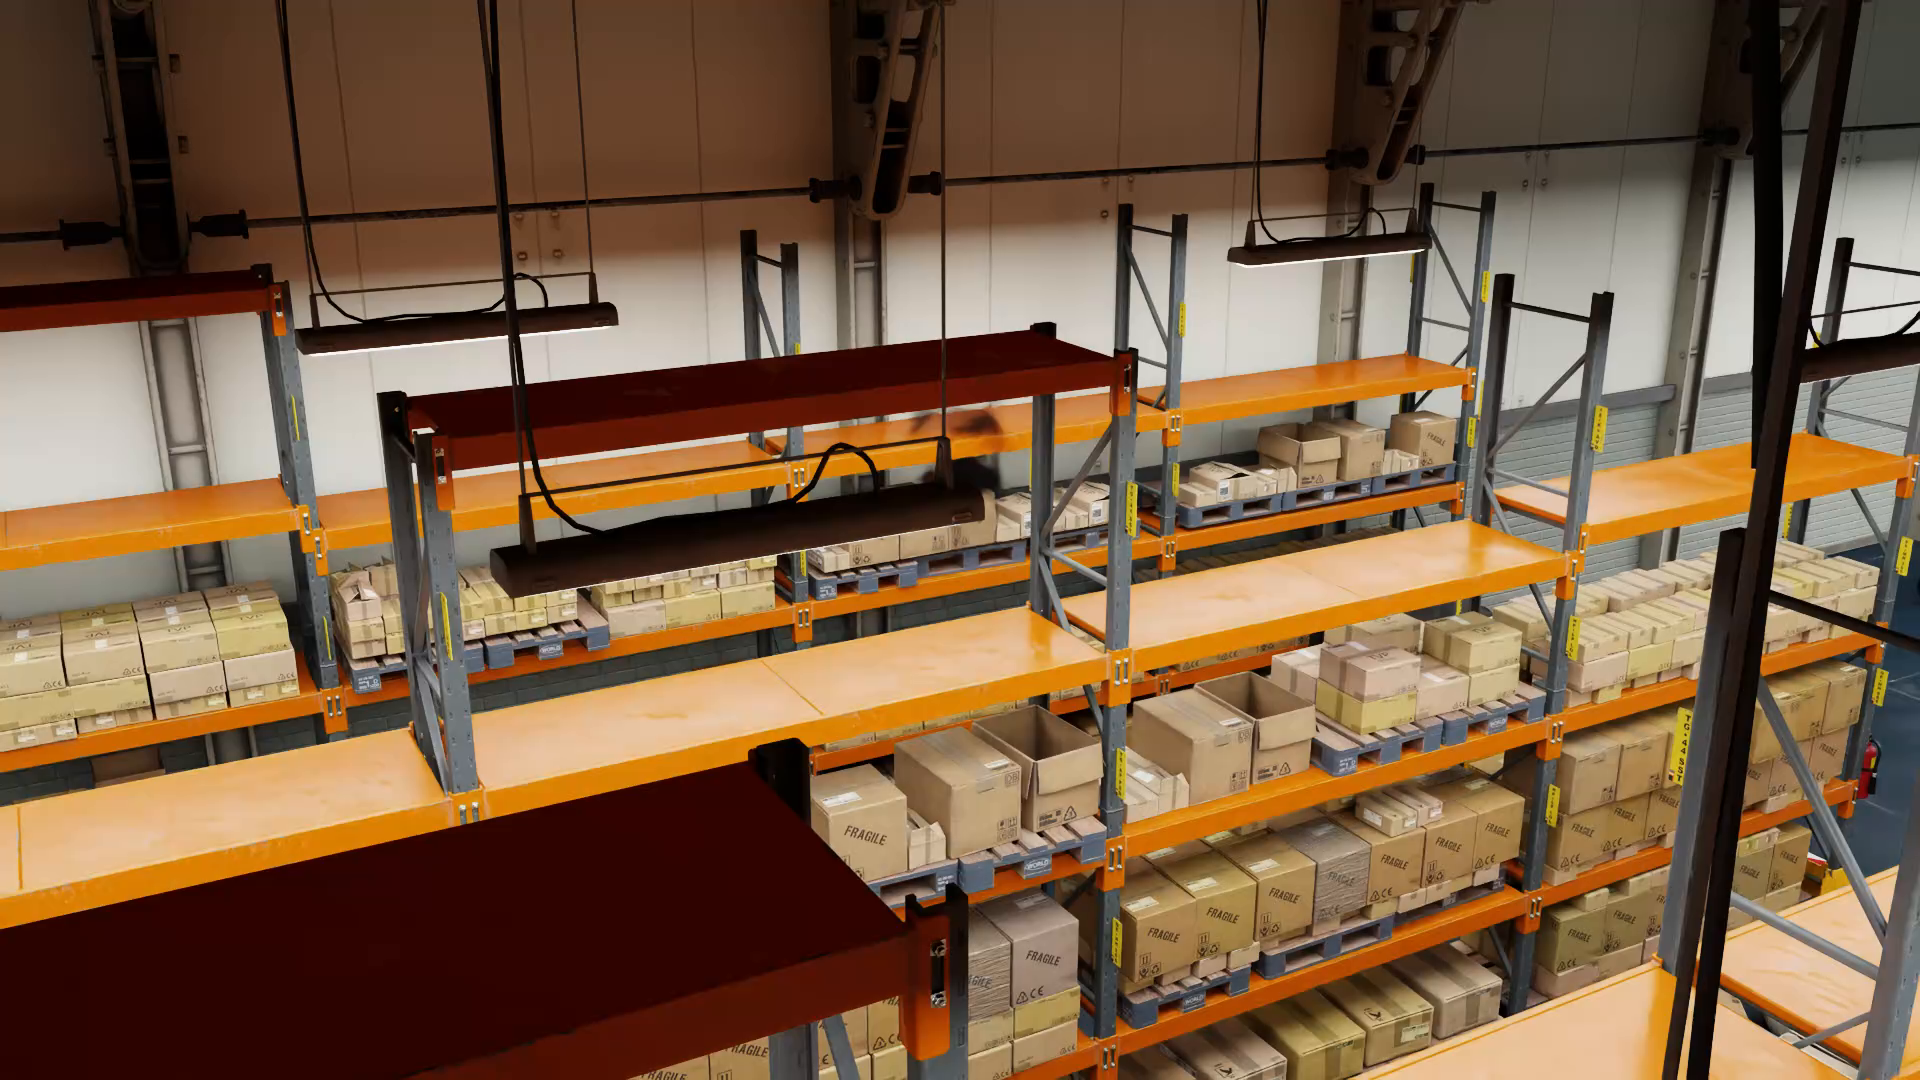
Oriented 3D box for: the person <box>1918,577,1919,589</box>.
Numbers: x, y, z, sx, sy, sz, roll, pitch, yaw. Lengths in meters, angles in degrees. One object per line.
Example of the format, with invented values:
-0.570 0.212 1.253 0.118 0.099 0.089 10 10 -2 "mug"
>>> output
13.565 -0.005 22.822 0.928 1.727 0.663 -14 23 -36 "person"
